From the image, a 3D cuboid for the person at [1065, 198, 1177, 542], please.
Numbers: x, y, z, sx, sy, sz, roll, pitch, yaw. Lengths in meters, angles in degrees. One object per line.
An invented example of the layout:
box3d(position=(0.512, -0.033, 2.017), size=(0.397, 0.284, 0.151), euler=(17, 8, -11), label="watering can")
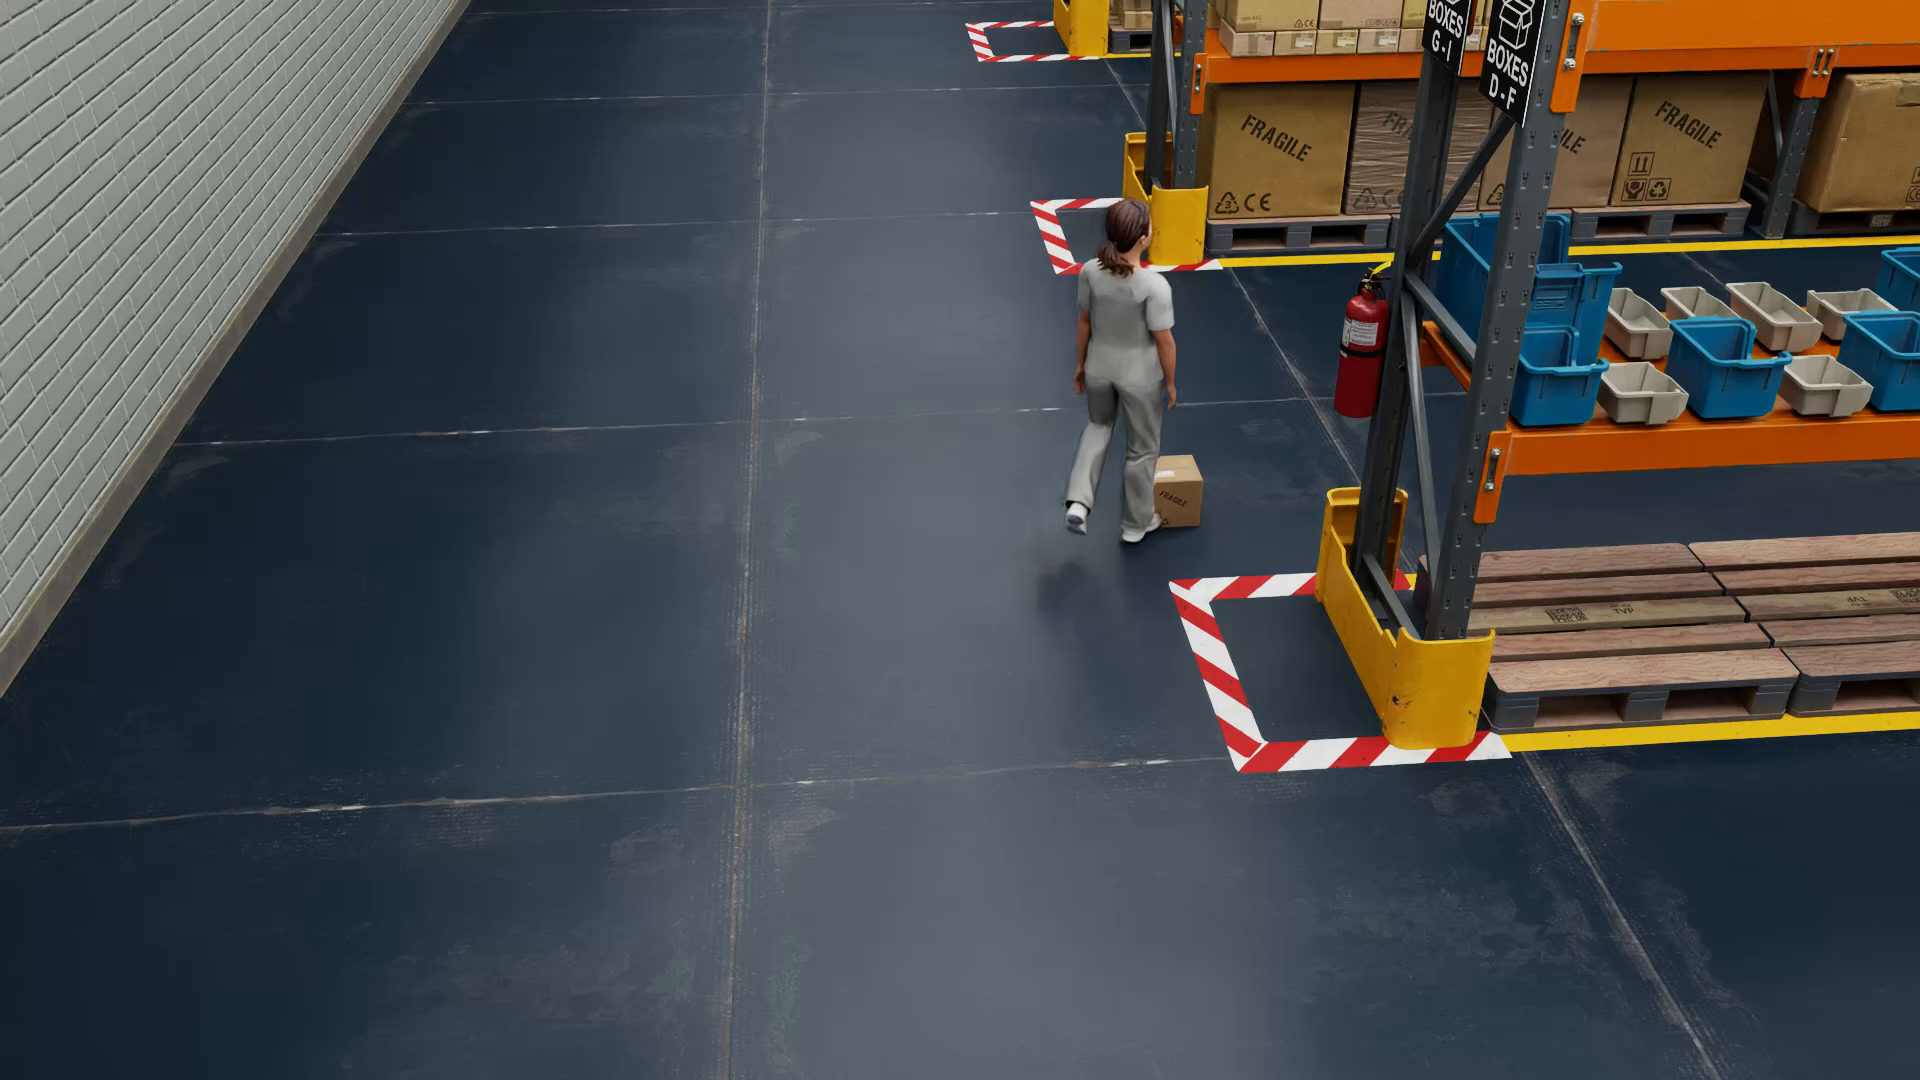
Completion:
box3d(position=(0.731, -0.716, 7.274), size=(0.480, 1.667, 0.586), euler=(17, 35, 26), label="person")
